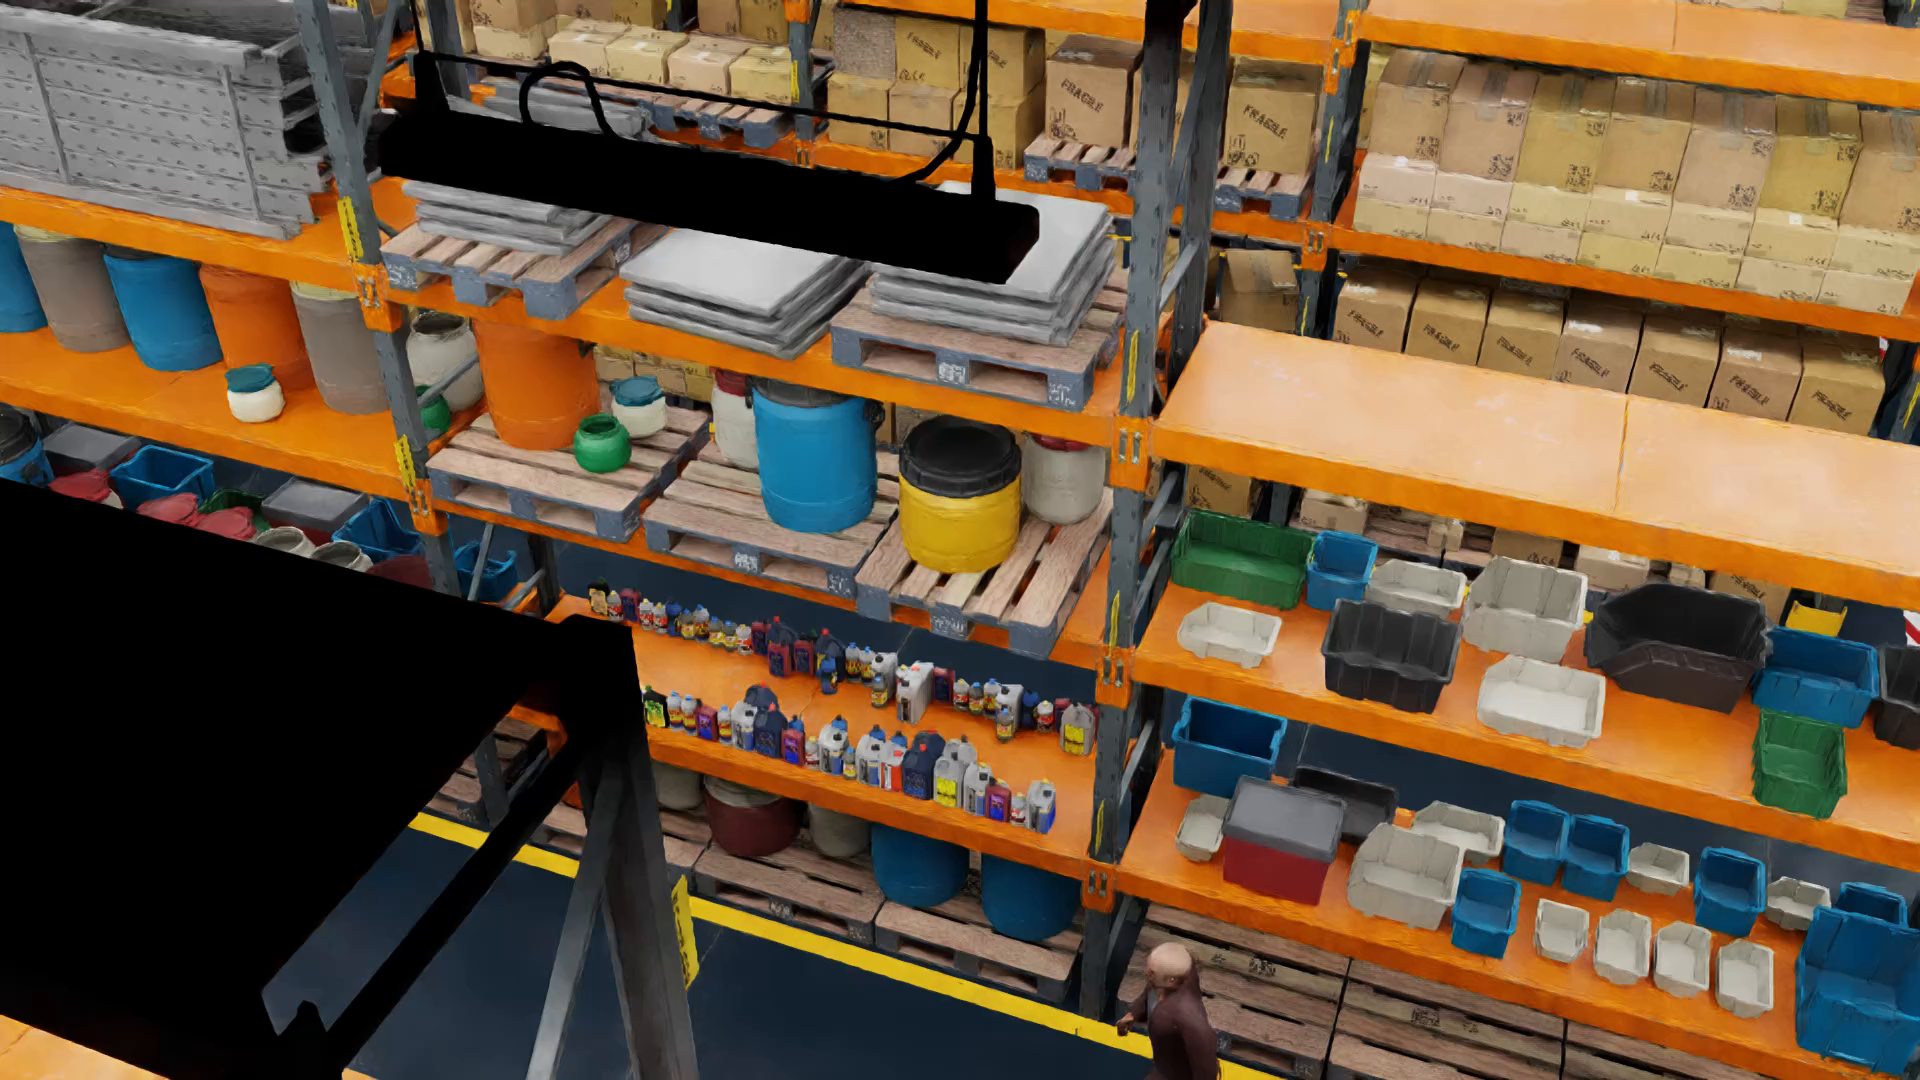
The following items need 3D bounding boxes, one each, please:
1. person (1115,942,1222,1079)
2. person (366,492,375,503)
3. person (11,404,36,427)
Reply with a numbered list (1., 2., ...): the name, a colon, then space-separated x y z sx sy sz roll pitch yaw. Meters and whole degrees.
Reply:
1. person: 1.120 2.633 8.361 0.763 1.747 0.718 1 37 1
2. person: -4.067 0.143 11.770 0.592 1.664 0.570 21 41 26
3. person: -7.804 -1.518 13.996 1.100 1.684 0.562 7 37 9
